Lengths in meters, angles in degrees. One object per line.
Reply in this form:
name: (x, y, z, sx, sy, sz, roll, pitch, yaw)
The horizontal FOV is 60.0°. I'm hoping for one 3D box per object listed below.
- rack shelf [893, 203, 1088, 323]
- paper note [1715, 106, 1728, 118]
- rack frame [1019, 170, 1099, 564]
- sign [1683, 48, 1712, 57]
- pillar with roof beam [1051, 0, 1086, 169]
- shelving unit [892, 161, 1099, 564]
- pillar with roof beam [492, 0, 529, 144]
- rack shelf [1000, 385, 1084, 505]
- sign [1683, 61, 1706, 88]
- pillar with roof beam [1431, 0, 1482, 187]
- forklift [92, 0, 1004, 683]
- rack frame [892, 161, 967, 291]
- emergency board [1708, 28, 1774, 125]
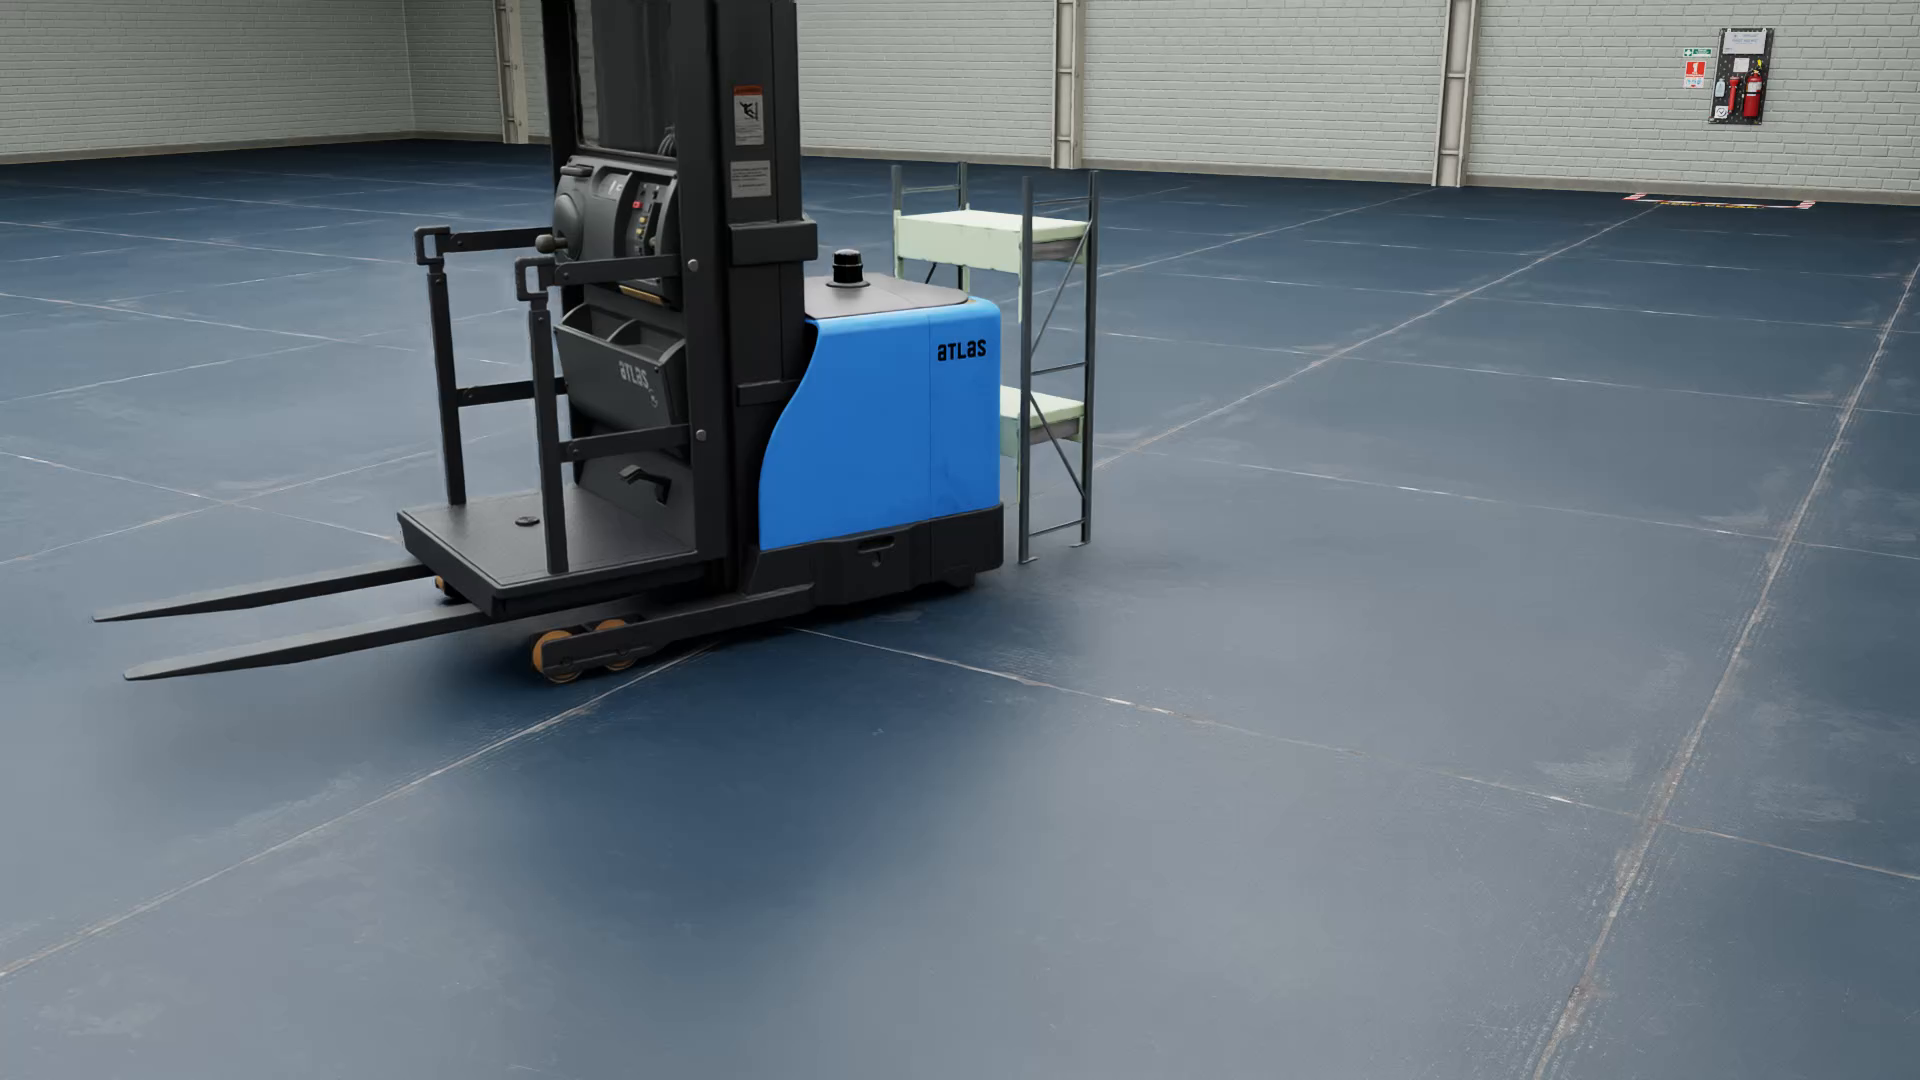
rack shelf: (0.131, -1.115, 6.629, 0.431, 0.370, 0.720, -16, 23, -41)
paper note: (9.693, -5.448, 21.170, 0.142, 0.148, 0.016, 10, 20, 30)
rack frame: (0.384, -0.665, 6.489, 0.400, 1.500, 0.023, -16, 23, -41)
sign: (9.390, -6.202, 21.166, 0.331, 0.109, 0.001, 10, 20, 30)
pillar with roof beam: (-0.585, -9.069, 21.255, 0.400, 9.000, 9.100, 10, 20, 30)
shelving unit: (0.131, -0.742, 6.742, 0.431, 1.500, 0.755, -16, 23, -41)
pillar with roof beam: (-10.810, -10.895, 27.264, 0.400, 9.000, 9.100, 10, 20, 30)
rack shelf: (0.131, -0.430, 6.837, 0.431, 0.370, 0.720, -16, 23, -41)
sign: (9.391, -5.952, 21.253, 0.234, 0.329, 0.001, 10, 20, 30)
pillar with roof beam: (4.528, -8.157, 18.251, 0.400, 9.000, 9.100, 10, 20, 30)
forklift: (-1.341, -1.116, 5.512, 3.031, 2.935, 1.130, -11, 20, -33)
rack frame: (-0.122, -0.818, 6.995, 0.400, 1.500, 0.023, -16, 23, -41)
emergency board: (9.808, -5.825, 20.897, 0.643, 1.169, 0.194, 10, 20, 30)
